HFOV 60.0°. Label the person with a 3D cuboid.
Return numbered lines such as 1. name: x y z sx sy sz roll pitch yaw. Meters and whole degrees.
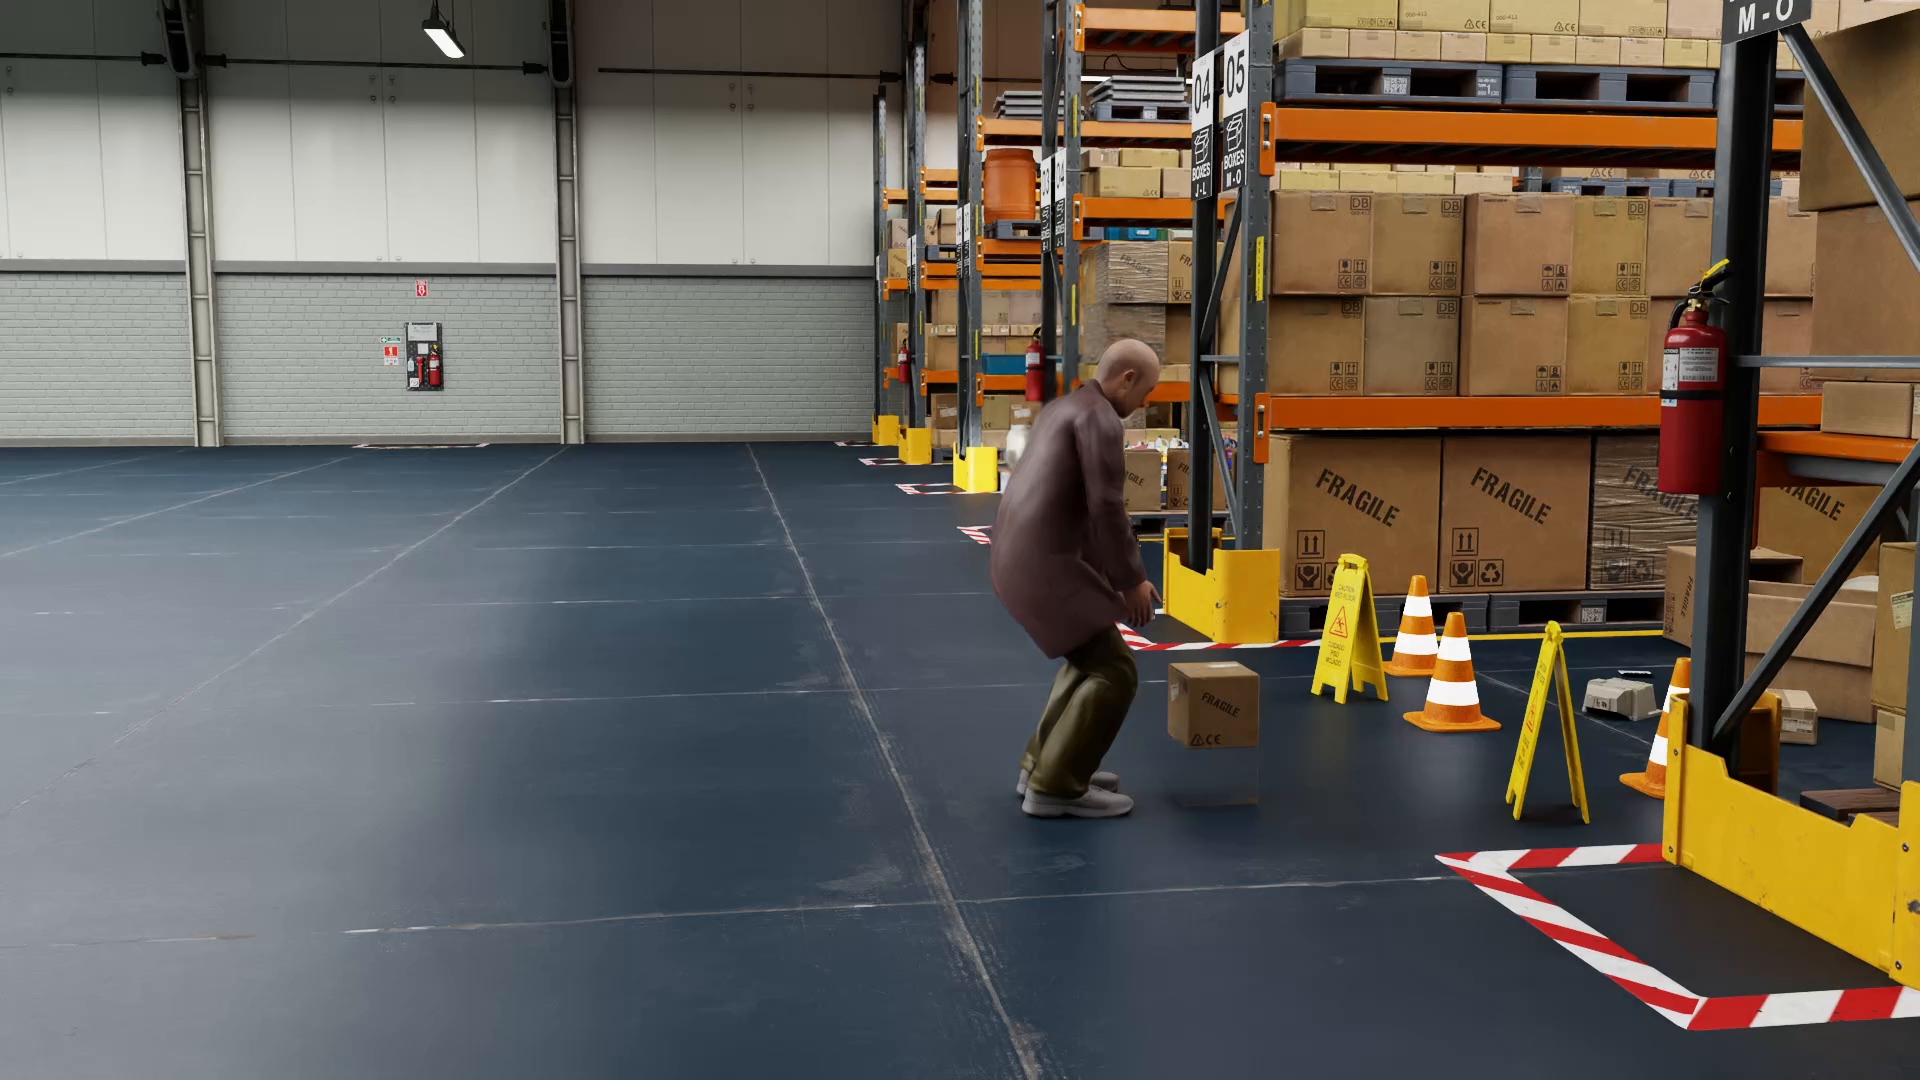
1. person: 0.384 0.120 5.640 0.588 1.577 0.623 -1 6 -8
